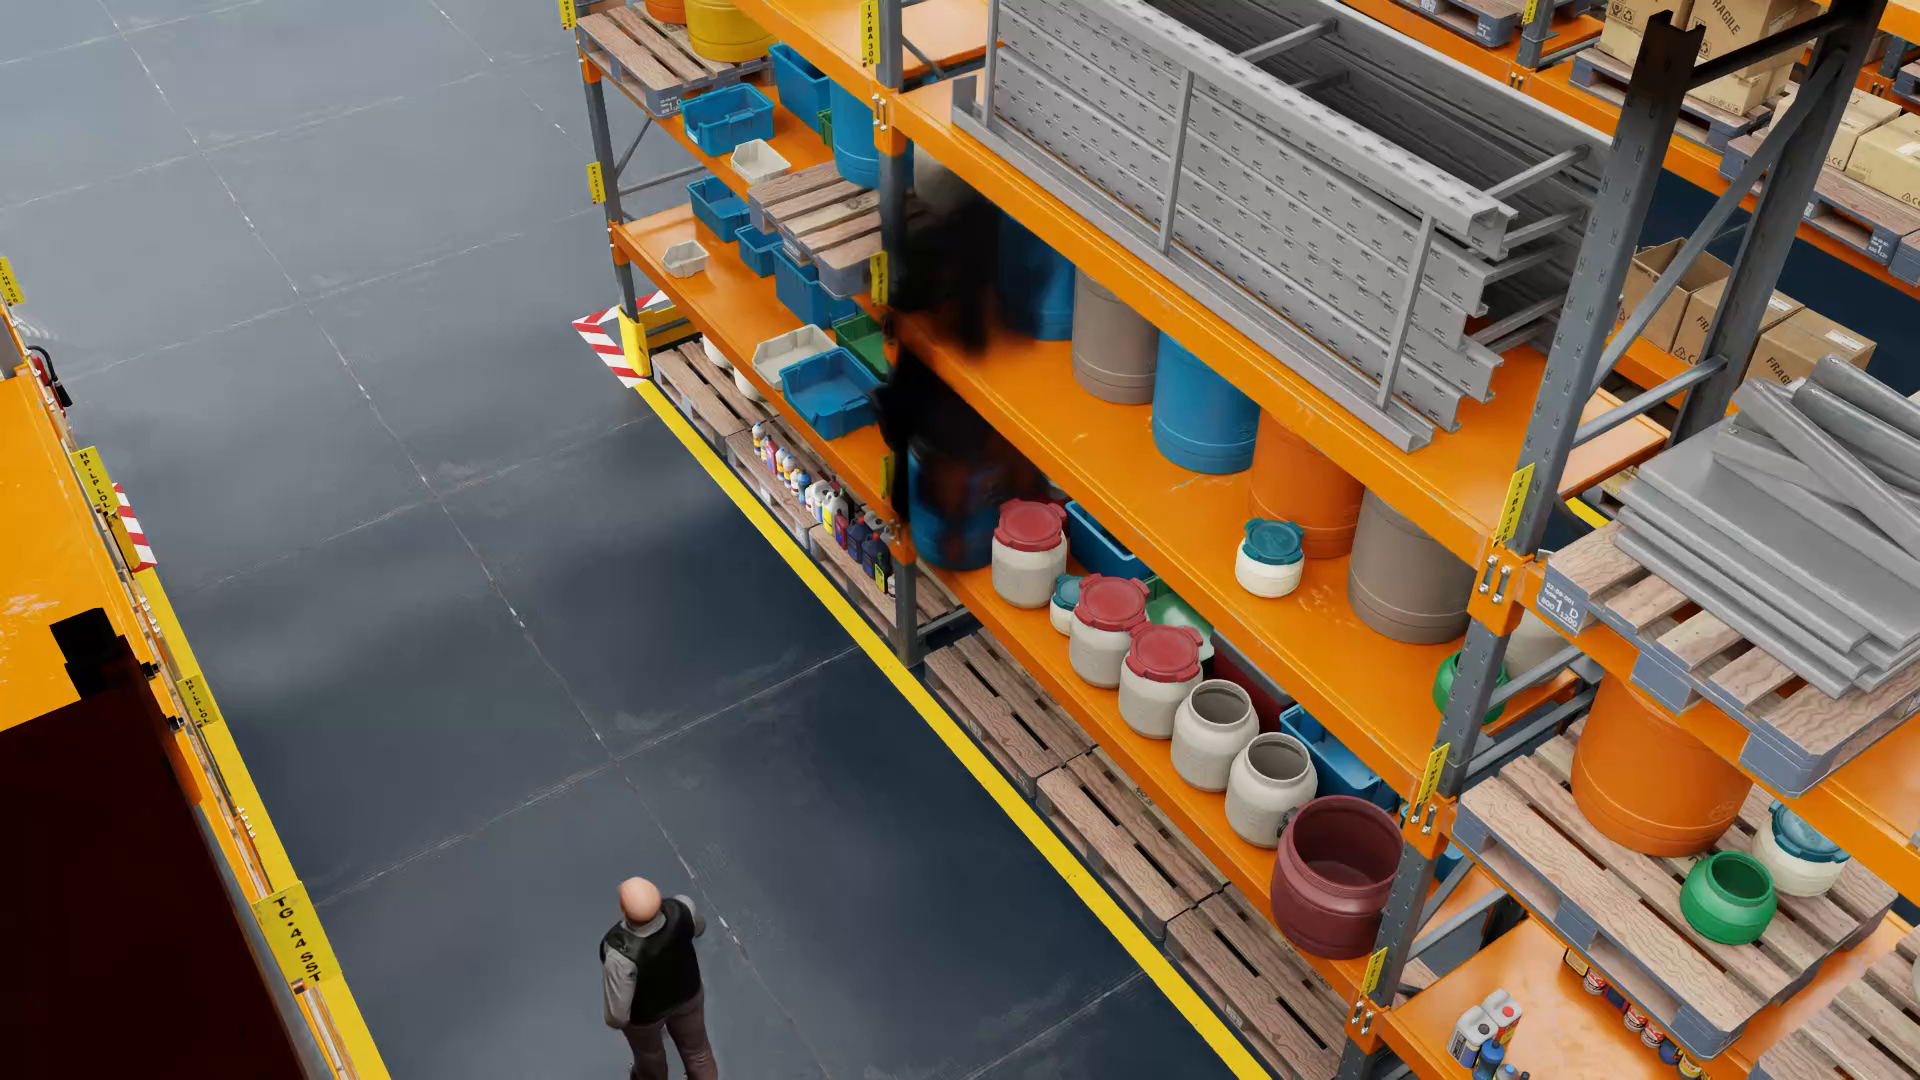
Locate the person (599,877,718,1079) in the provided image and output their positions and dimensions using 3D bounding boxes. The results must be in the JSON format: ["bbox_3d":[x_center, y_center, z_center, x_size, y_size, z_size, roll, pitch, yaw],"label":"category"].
[{"bbox_3d":[-1.418,2.133,7.761,0.639,1.811,0.716,-26,49,-26],"label":"person"}]
